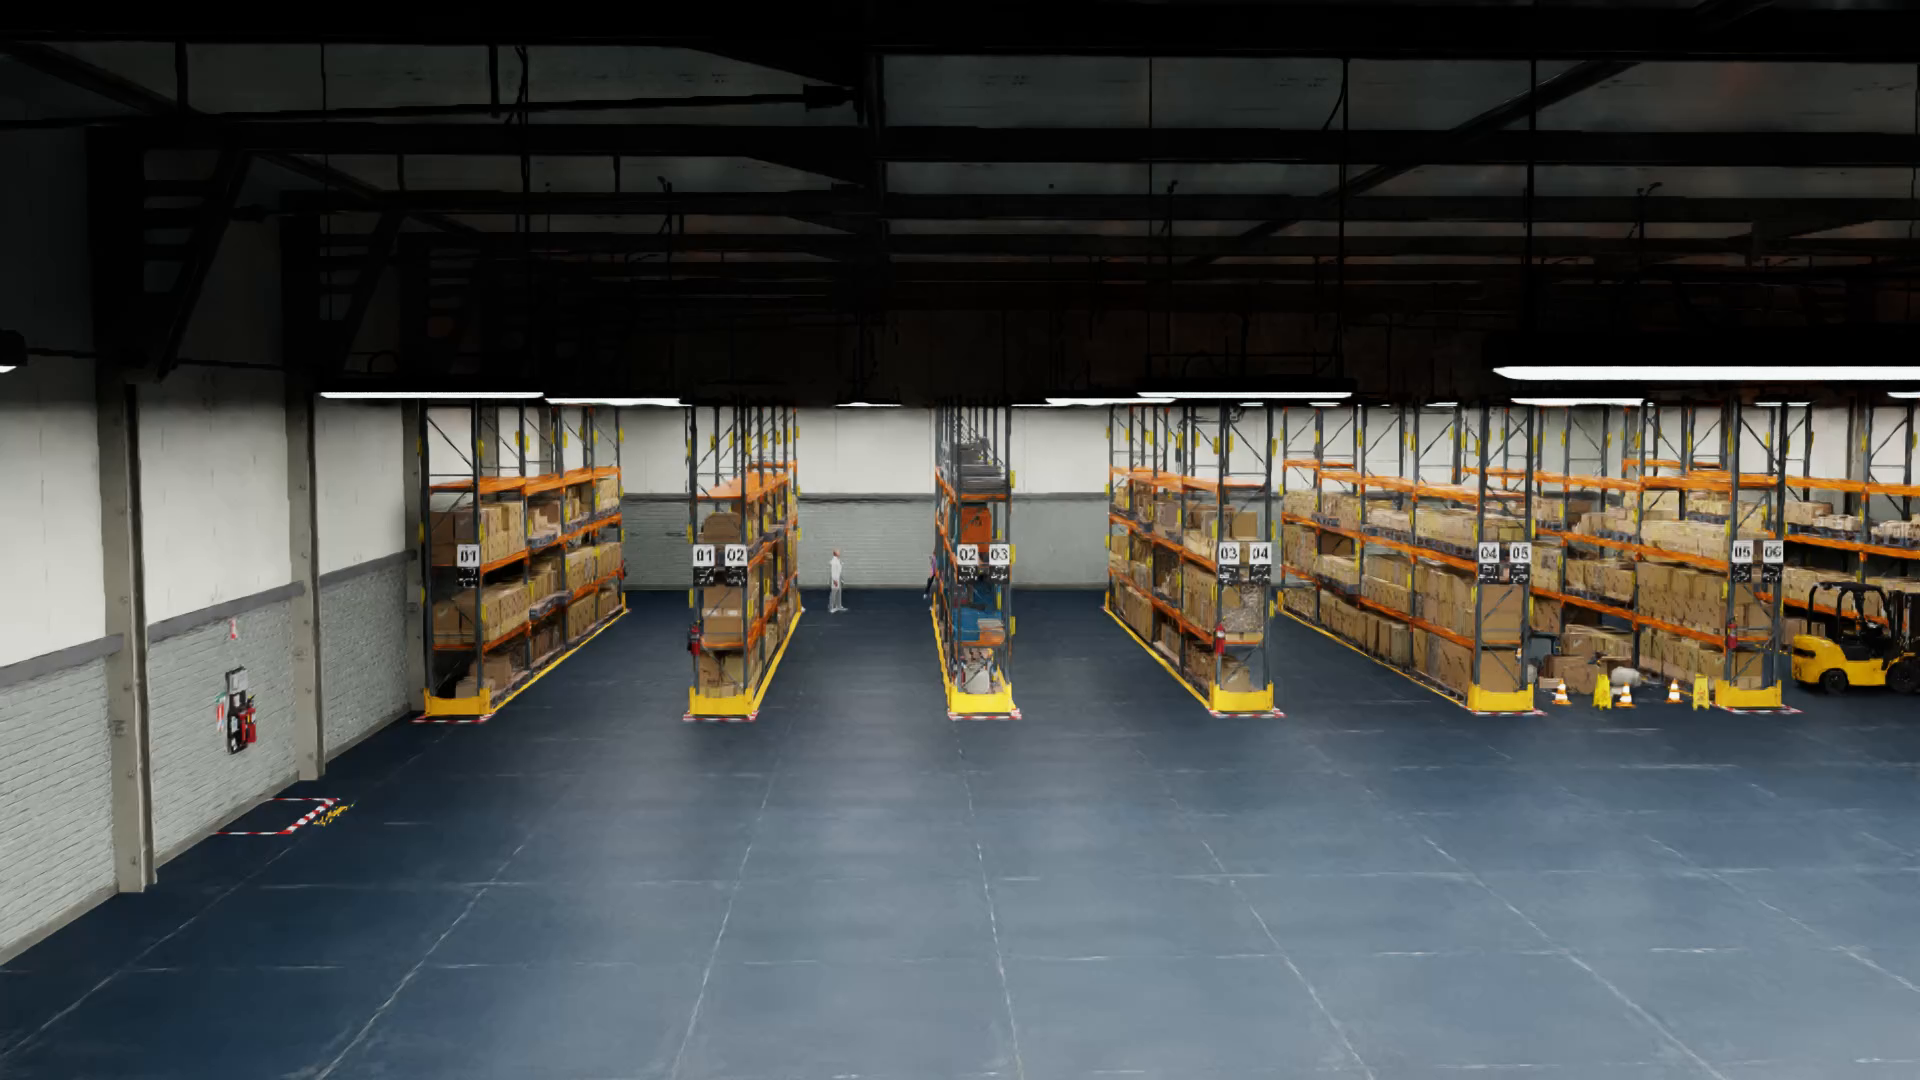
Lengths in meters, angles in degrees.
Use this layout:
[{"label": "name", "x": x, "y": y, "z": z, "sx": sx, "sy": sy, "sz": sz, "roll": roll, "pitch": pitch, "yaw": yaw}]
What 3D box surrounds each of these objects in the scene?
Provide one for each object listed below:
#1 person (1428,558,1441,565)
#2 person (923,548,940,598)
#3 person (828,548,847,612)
[{"label": "person", "x": 13.295, "y": 1.145, "z": 46.774, "sx": 0.513, "sy": 1.786, "sz": 0.650, "roll": -1, "pitch": 5, "yaw": -9}, {"label": "person", "x": -0.772, "y": 1.009, "z": 49.905, "sx": 0.486, "sy": 1.561, "sz": 0.862, "roll": -3, "pitch": 5, "yaw": -31}, {"label": "person", "x": -3.485, "y": 1.116, "z": 47.026, "sx": 0.452, "sy": 1.787, "sz": 0.672, "roll": 1, "pitch": 5, "yaw": 15}]
